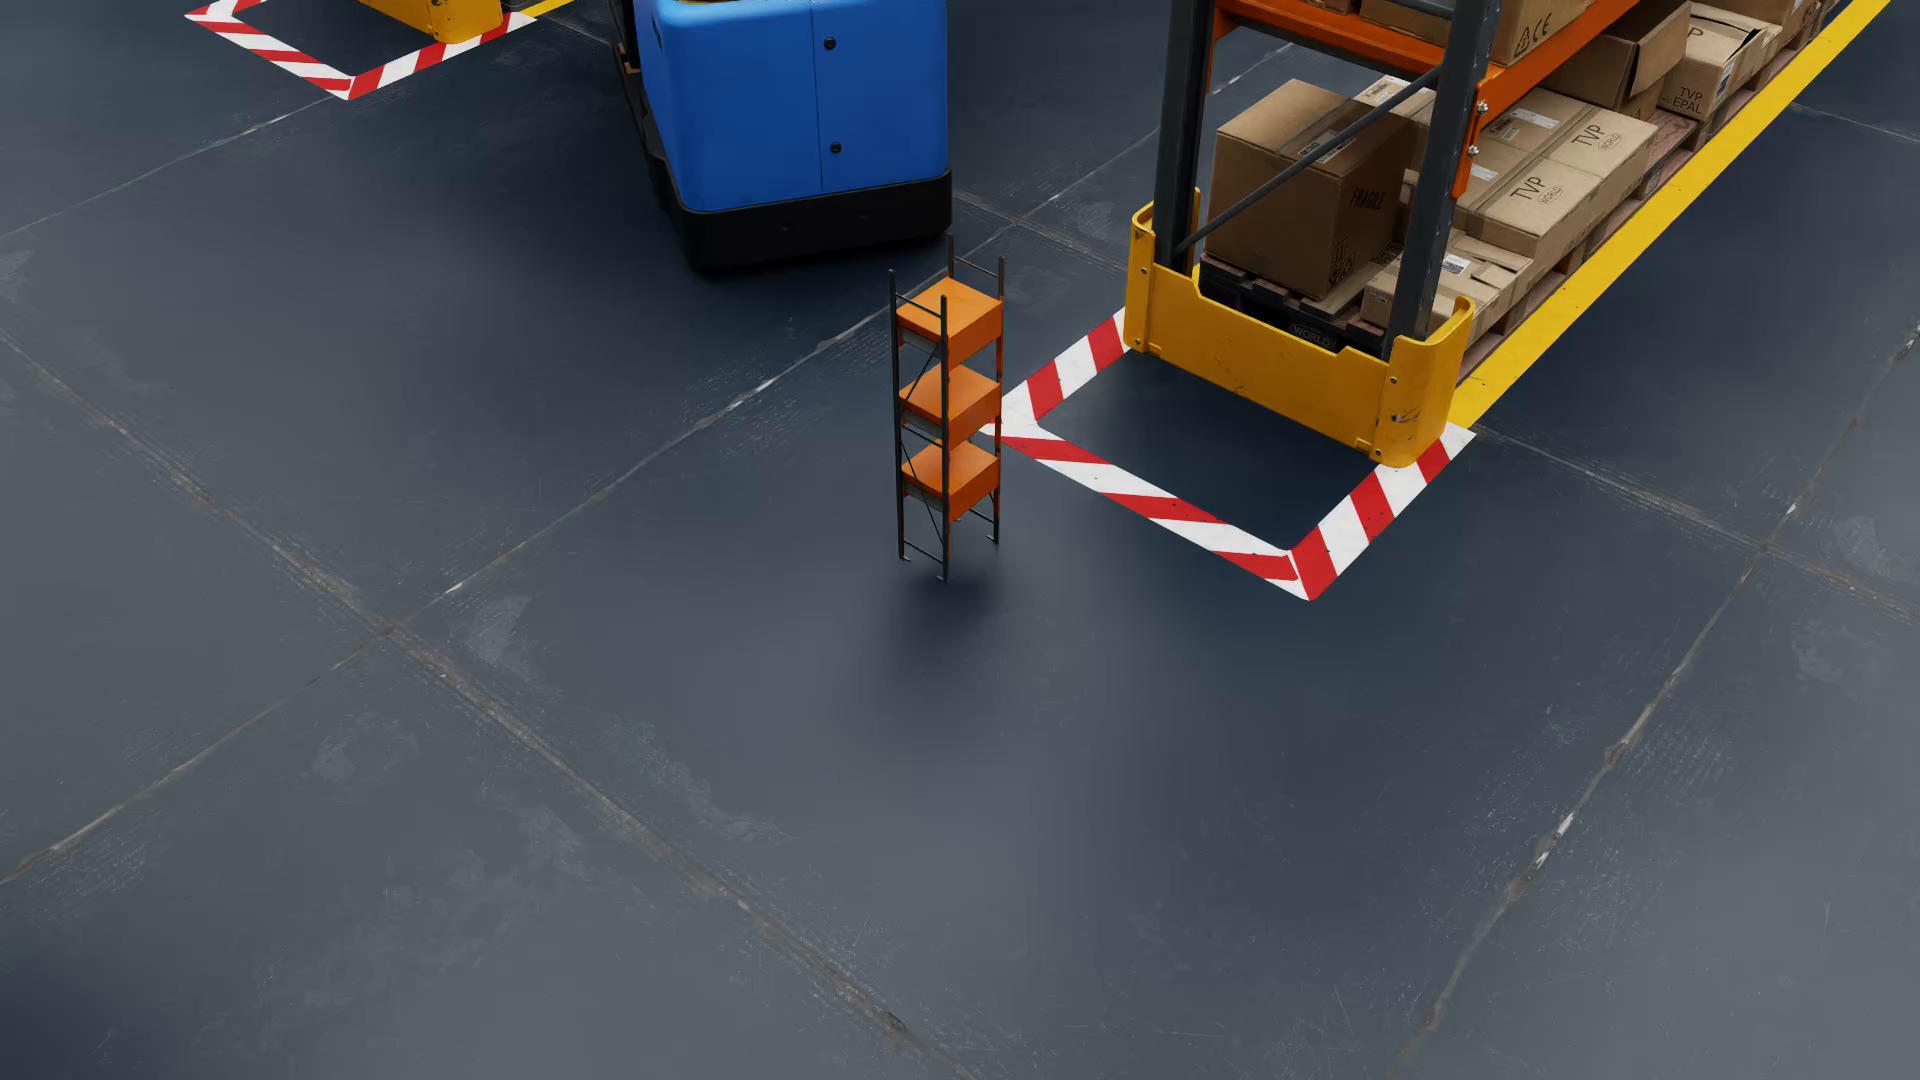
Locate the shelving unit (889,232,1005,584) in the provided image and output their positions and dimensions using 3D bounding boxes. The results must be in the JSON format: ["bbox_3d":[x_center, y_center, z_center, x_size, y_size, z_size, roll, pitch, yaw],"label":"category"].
[{"bbox_3d":[-0.034,-0.361,4.867,0.215,1.050,0.252,29,50,28],"label":"shelving unit"}]

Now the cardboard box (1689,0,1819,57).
[{"bbox_3d":[3.499,-2.513,7.315,0.500,0.500,0.500,29,50,28],"label":"cardboard box"}]

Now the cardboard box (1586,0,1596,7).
[{"bbox_3d":[1.890,-2.051,5.201,0.500,0.500,0.500,29,50,28],"label":"cardboard box"}]

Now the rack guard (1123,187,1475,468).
[{"bbox_3d":[1.123,-0.746,5.699,1.175,0.500,0.348,29,50,28],"label":"rack guard"}]

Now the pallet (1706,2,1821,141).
[{"bbox_3d":[3.206,-2.306,7.629,1.003,0.211,1.213,29,50,28],"label":"pallet"}]

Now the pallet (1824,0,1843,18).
[{"bbox_3d":[4.143,-3.095,8.497,1.003,0.211,1.213,29,50,28],"label":"pallet"}]

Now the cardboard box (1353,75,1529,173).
[{"bbox_3d":[1.870,-1.640,6.541,0.500,0.250,0.500,29,50,28],"label":"cardboard box"}]

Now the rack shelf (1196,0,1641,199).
[{"bbox_3d":[2.361,-2.395,6.189,1.077,0.370,4.000,29,50,28],"label":"rack shelf"}]

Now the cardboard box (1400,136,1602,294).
[{"bbox_3d":[1.963,-1.192,6.048,0.500,0.250,0.500,29,50,28],"label":"cardboard box"}]

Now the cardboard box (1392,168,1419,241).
[{"bbox_3d":[1.565,-1.302,6.231,0.380,0.166,0.250,29,50,28],"label":"cardboard box"}]

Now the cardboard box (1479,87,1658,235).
[{"bbox_3d":[2.285,-1.449,6.331,0.500,0.250,0.500,29,50,28],"label":"cardboard box"}]

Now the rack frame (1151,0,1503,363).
[{"bbox_3d":[1.074,-1.631,4.815,1.000,3.000,0.127,29,50,28],"label":"rack frame"}]

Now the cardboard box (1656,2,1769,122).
[{"bbox_3d":[3.016,-2.057,6.954,0.500,0.311,0.500,29,50,28],"label":"cardboard box"}]

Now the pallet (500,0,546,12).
[{"bbox_3d":[-2.154,-3.154,8.562,1.003,0.211,1.213,29,50,28],"label":"pallet"}]

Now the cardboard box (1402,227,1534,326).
[{"bbox_3d":[1.768,-0.941,5.835,0.380,0.166,0.250,29,50,28],"label":"cardboard box"}]

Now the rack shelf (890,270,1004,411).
[{"bbox_3d":[-0.034,-0.563,4.683,0.215,0.259,0.240,29,50,28],"label":"rack shelf"}]

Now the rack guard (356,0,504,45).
[{"bbox_3d":[-2.720,-2.835,7.996,1.175,0.500,0.348,29,50,28],"label":"rack guard"}]

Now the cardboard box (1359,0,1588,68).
[{"bbox_3d":[1.562,-1.783,4.907,0.500,0.500,0.500,31,50,29],"label":"cardboard box"}]

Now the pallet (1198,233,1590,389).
[{"bbox_3d":[1.636,-1.050,6.248,1.003,0.211,1.213,29,50,28],"label":"pallet"}]

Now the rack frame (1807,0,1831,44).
[{"bbox_3d":[3.649,-3.691,7.080,1.000,3.000,0.127,29,50,28],"label":"rack frame"}]

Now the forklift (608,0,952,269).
[{"bbox_3d":[-0.941,-3.111,6.493,1.130,2.935,3.031,-11,43,-12],"label":"forklift"}]

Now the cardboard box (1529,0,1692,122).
[{"bbox_3d":[2.443,-1.961,6.705,0.797,0.503,0.637,29,50,28],"label":"cardboard box"}]

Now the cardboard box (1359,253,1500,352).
[{"bbox_3d":[1.607,-0.806,5.699,0.380,0.149,0.250,29,50,28],"label":"cardboard box"}]

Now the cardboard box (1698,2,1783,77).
[{"bbox_3d":[3.304,-2.164,7.192,0.380,0.149,0.250,29,50,28],"label":"cardboard box"}]

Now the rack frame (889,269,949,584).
[{"bbox_3d":[-0.113,-0.298,4.797,0.200,1.050,0.008,29,50,28],"label":"rack frame"}]

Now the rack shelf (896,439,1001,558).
[{"bbox_3d":[-0.034,-0.147,5.061,0.215,0.259,0.240,29,50,28],"label":"rack shelf"}]

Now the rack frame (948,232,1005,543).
[{"bbox_3d":[0.044,-0.424,4.936,0.200,1.050,0.008,29,50,28],"label":"rack frame"}]

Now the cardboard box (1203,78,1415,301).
[{"bbox_3d":[1.236,-1.256,5.933,0.500,0.500,0.500,29,50,28],"label":"cardboard box"}]

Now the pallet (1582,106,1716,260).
[{"bbox_3d":[2.421,-1.675,6.936,1.003,0.211,1.213,29,50,28],"label":"pallet"}]

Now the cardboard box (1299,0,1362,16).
[{"bbox_3d":[1.154,-2.017,5.164,0.500,0.500,0.500,31,51,30],"label":"cardboard box"}]

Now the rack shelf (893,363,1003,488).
[{"bbox_3d":[-0.034,-0.353,4.874,0.215,0.259,0.240,29,50,28],"label":"rack shelf"}]
